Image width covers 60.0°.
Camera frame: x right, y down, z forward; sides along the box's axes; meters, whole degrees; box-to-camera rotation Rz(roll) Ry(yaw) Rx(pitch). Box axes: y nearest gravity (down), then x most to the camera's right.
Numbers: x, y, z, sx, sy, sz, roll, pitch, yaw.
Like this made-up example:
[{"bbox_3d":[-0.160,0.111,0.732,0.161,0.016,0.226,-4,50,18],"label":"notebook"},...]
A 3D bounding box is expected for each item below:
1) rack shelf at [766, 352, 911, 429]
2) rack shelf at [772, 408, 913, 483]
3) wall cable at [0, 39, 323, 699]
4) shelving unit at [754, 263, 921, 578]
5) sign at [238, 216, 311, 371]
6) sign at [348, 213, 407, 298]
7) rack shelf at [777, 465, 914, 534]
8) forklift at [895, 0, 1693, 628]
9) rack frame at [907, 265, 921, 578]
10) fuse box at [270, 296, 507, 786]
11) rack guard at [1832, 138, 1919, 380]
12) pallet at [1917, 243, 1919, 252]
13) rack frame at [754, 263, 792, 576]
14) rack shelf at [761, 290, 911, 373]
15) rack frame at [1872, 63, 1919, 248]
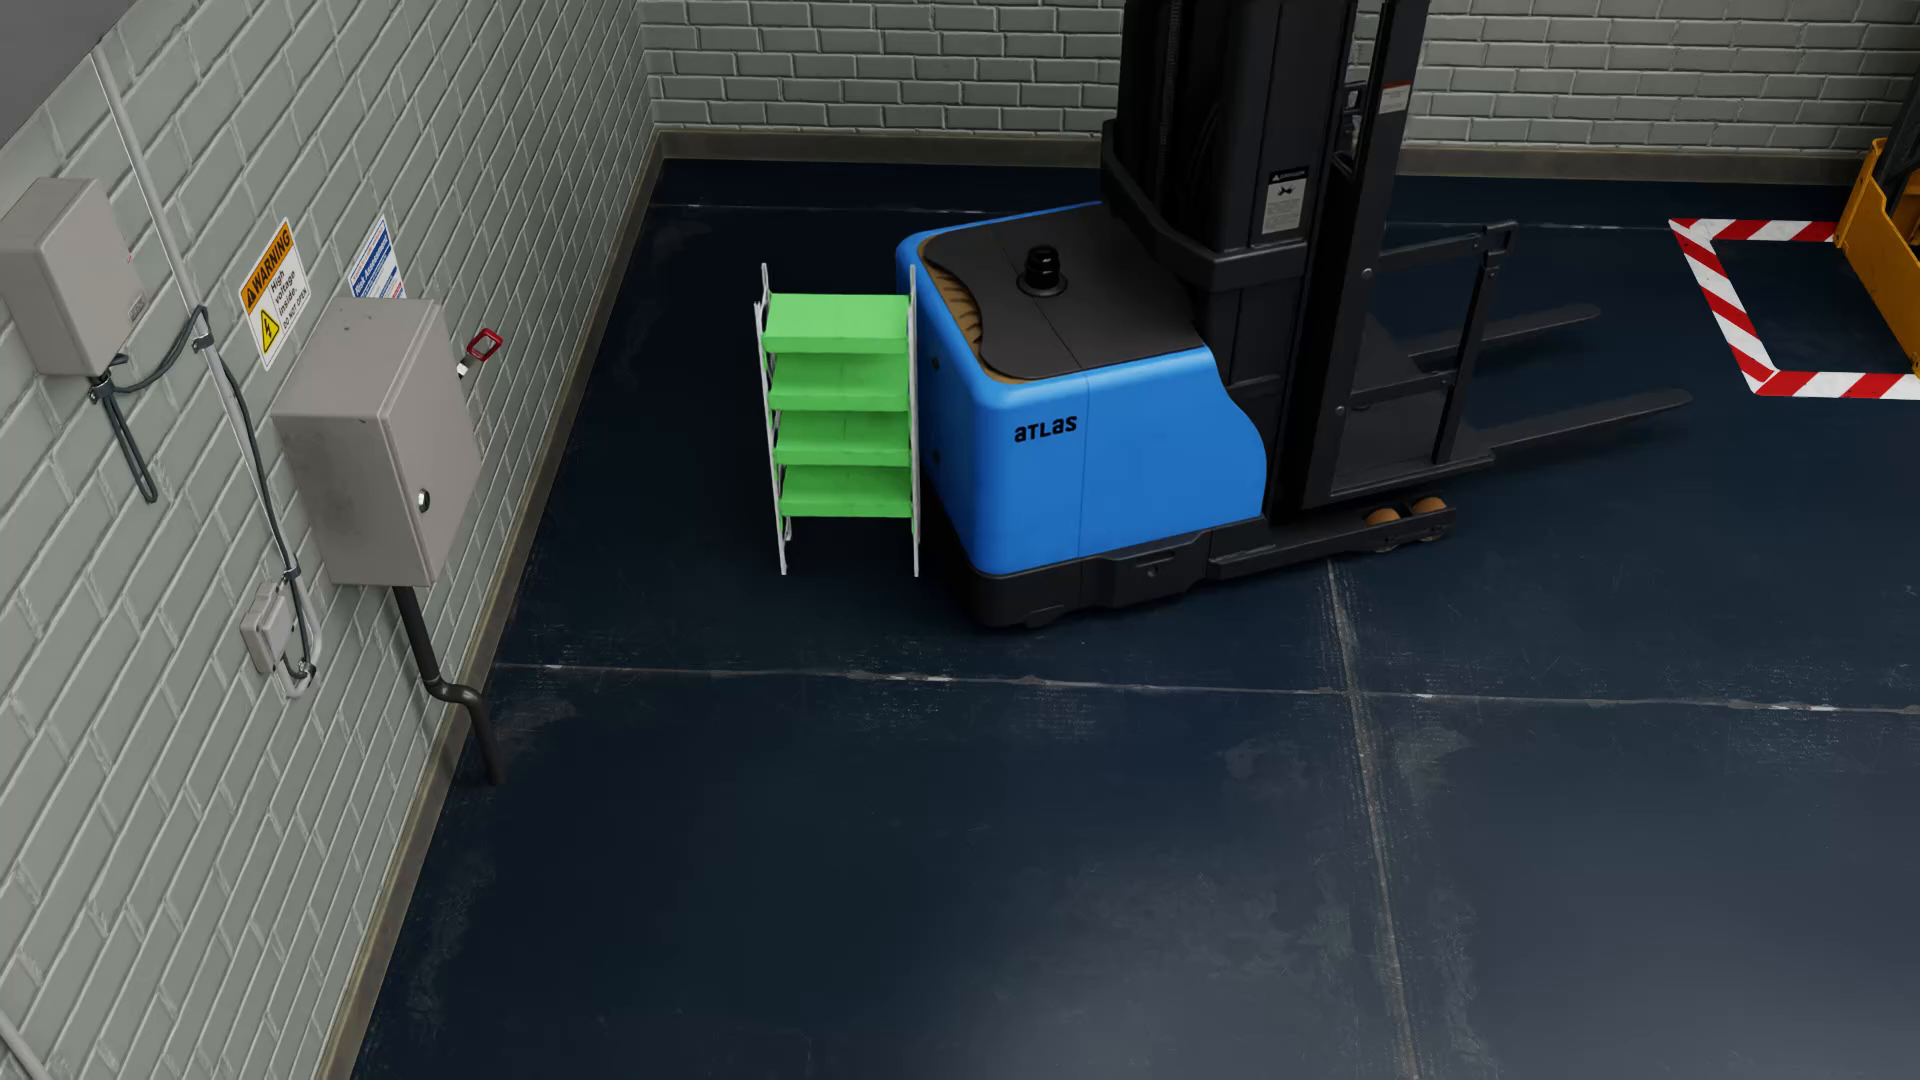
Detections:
[{"bbox_3d":[-0.402,-0.515,5.664,0.480,0.148,0.258,1,43,1],"label":"rack shelf"},{"bbox_3d":[-0.402,-0.340,5.828,0.480,0.148,0.258,1,43,1],"label":"rack shelf"},{"bbox_3d":[-1.663,-0.249,3.571,0.122,1.984,0.588,2,43,2],"label":"wall cable"},{"bbox_3d":[-0.402,-0.386,5.784,0.503,1.200,0.258,1,43,1],"label":"shelving unit"},{"bbox_3d":[-1.684,-0.608,4.096,0.001,0.242,0.339,2,43,2],"label":"sign"},{"bbox_3d":[-1.659,-0.645,4.811,0.001,0.494,0.329,2,43,2],"label":"sign"},{"bbox_3d":[-0.402,-0.164,5.992,0.480,0.148,0.258,1,43,1],"label":"rack shelf"},{"bbox_3d":[1.333,-1.357,5.557,3.031,2.935,1.130,-13,44,-13],"label":"forklift"},{"bbox_3d":[-0.158,-0.383,5.781,0.015,1.200,0.240,1,43,1],"label":"rack frame"},{"bbox_3d":[-1.475,0.134,4.850,0.414,1.711,0.539,2,43,2],"label":"fuse box"},{"bbox_3d":[4.215,-1.217,7.190,0.348,0.500,1.175,2,43,2],"label":"rack guard"},{"bbox_3d":[5.011,-1.087,7.263,1.213,0.211,1.003,2,43,2],"label":"pallet"},{"bbox_3d":[-0.645,-0.390,5.788,0.015,1.200,0.240,1,43,1],"label":"rack frame"},{"bbox_3d":[-0.402,-0.691,5.501,0.480,0.148,0.258,1,43,1],"label":"rack shelf"},{"bbox_3d":[4.139,-2.134,6.340,0.127,3.000,1.000,2,43,2],"label":"rack frame"}]
